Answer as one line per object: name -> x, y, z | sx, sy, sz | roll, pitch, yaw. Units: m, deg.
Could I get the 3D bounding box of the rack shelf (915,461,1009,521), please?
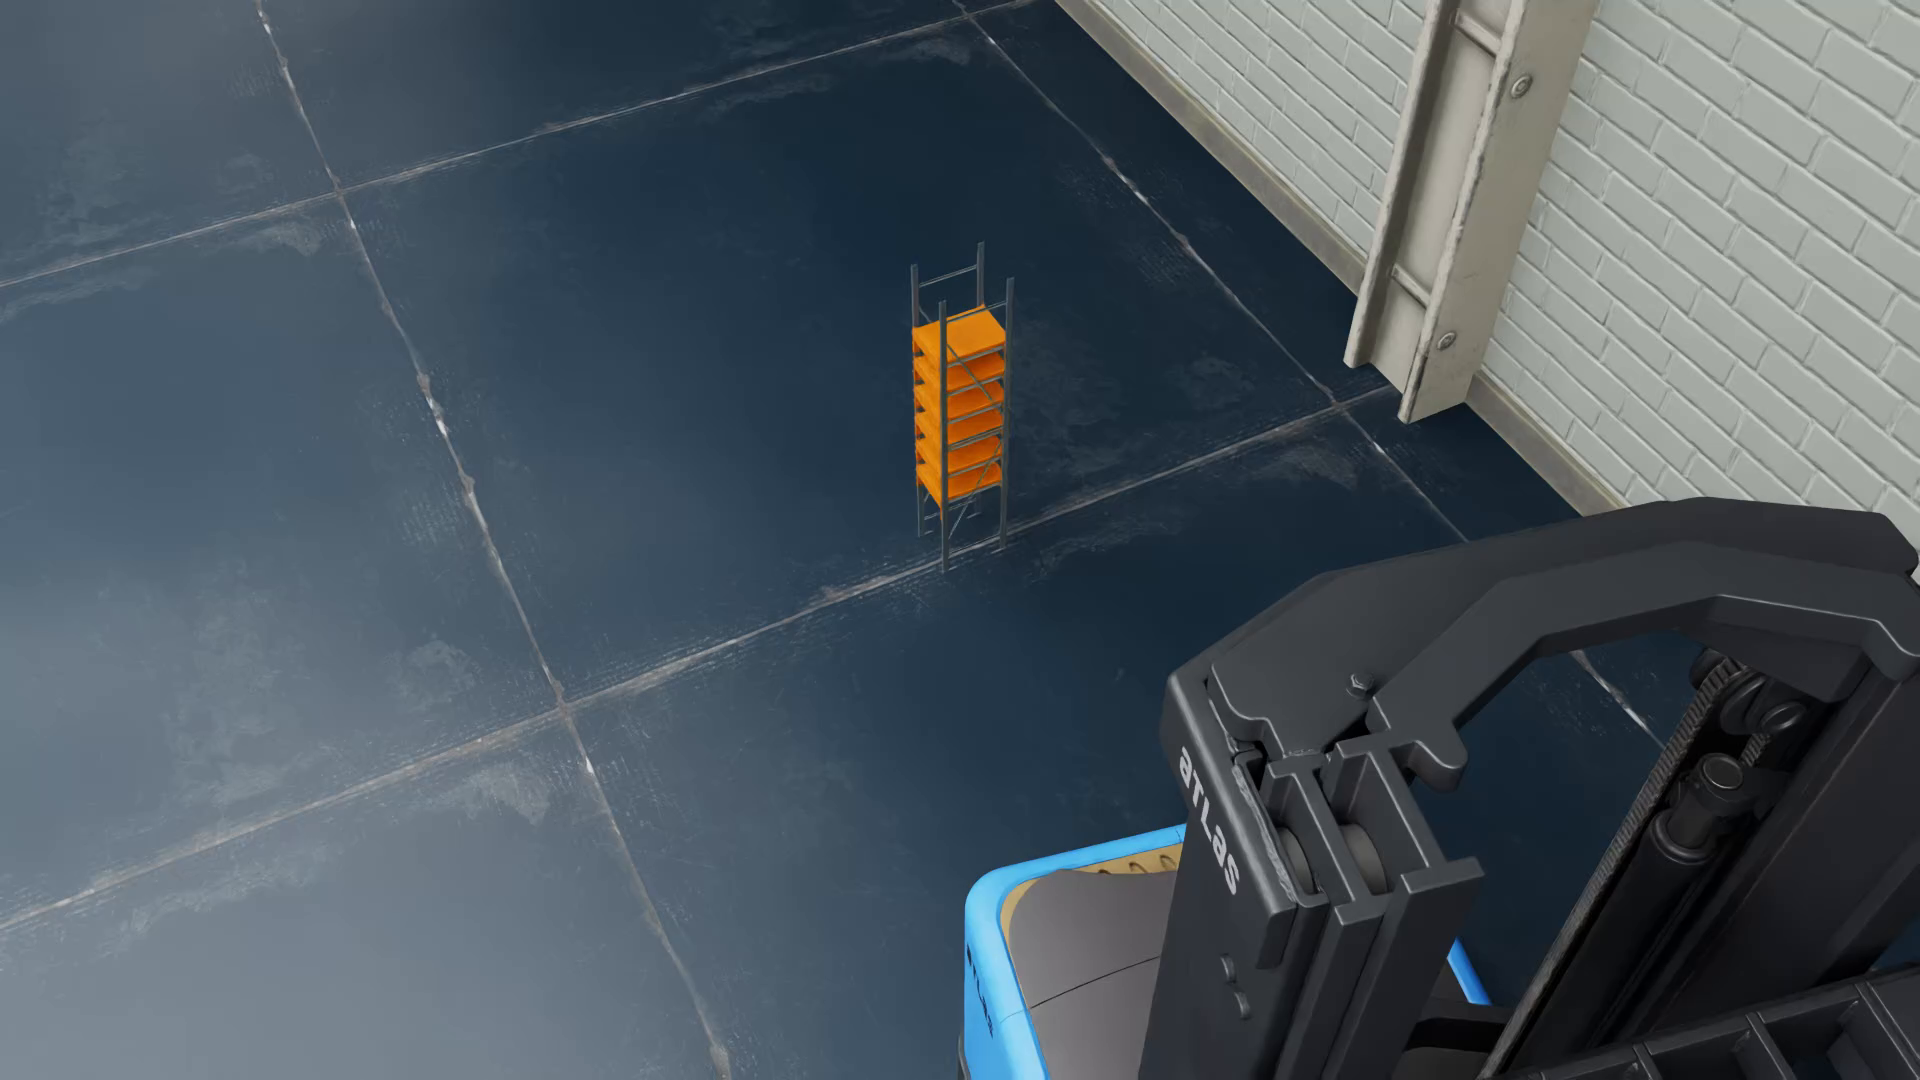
rack shelf -> 0.007, -0.198, 5.504 | 0.258, 0.103, 0.180 | -21, 52, -18

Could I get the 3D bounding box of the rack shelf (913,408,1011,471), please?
rack shelf -> 0.007, -0.356, 5.323 | 0.258, 0.103, 0.180 | -21, 52, -18

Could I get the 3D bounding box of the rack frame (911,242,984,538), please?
rack frame -> -0.035, -0.447, 5.343 | 0.240, 1.200, 0.006 | -21, 52, -18

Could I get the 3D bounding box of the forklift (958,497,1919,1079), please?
forklift -> 0.872, 1.465, 2.522 | 1.130, 2.935, 3.031 | -11, 50, -10

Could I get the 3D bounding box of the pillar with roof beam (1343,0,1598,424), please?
pillar with roof beam -> -2.141, -2.089, 1.599 | 9.100, 9.000, 0.400 | -21, 52, -18

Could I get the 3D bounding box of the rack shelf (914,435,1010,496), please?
rack shelf -> 0.007, -0.277, 5.414 | 0.258, 0.103, 0.180 | -21, 52, -18

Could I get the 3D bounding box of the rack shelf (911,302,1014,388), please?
rack shelf -> 0.007, -0.593, 5.052 | 0.258, 0.103, 0.180 | -21, 52, -18

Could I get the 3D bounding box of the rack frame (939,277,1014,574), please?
rack frame -> 0.048, -0.324, 5.236 | 0.240, 1.200, 0.006 | -21, 52, -18

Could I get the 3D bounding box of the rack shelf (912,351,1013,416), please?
rack shelf -> 0.007, -0.514, 5.143 | 0.258, 0.103, 0.180 | -21, 52, -18

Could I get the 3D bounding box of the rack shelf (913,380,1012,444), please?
rack shelf -> 0.007, -0.435, 5.233 | 0.258, 0.103, 0.180 | -21, 52, -18

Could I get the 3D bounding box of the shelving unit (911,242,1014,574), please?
shelving unit -> 0.007, -0.385, 5.290 | 0.258, 1.200, 0.189 | -21, 52, -18
